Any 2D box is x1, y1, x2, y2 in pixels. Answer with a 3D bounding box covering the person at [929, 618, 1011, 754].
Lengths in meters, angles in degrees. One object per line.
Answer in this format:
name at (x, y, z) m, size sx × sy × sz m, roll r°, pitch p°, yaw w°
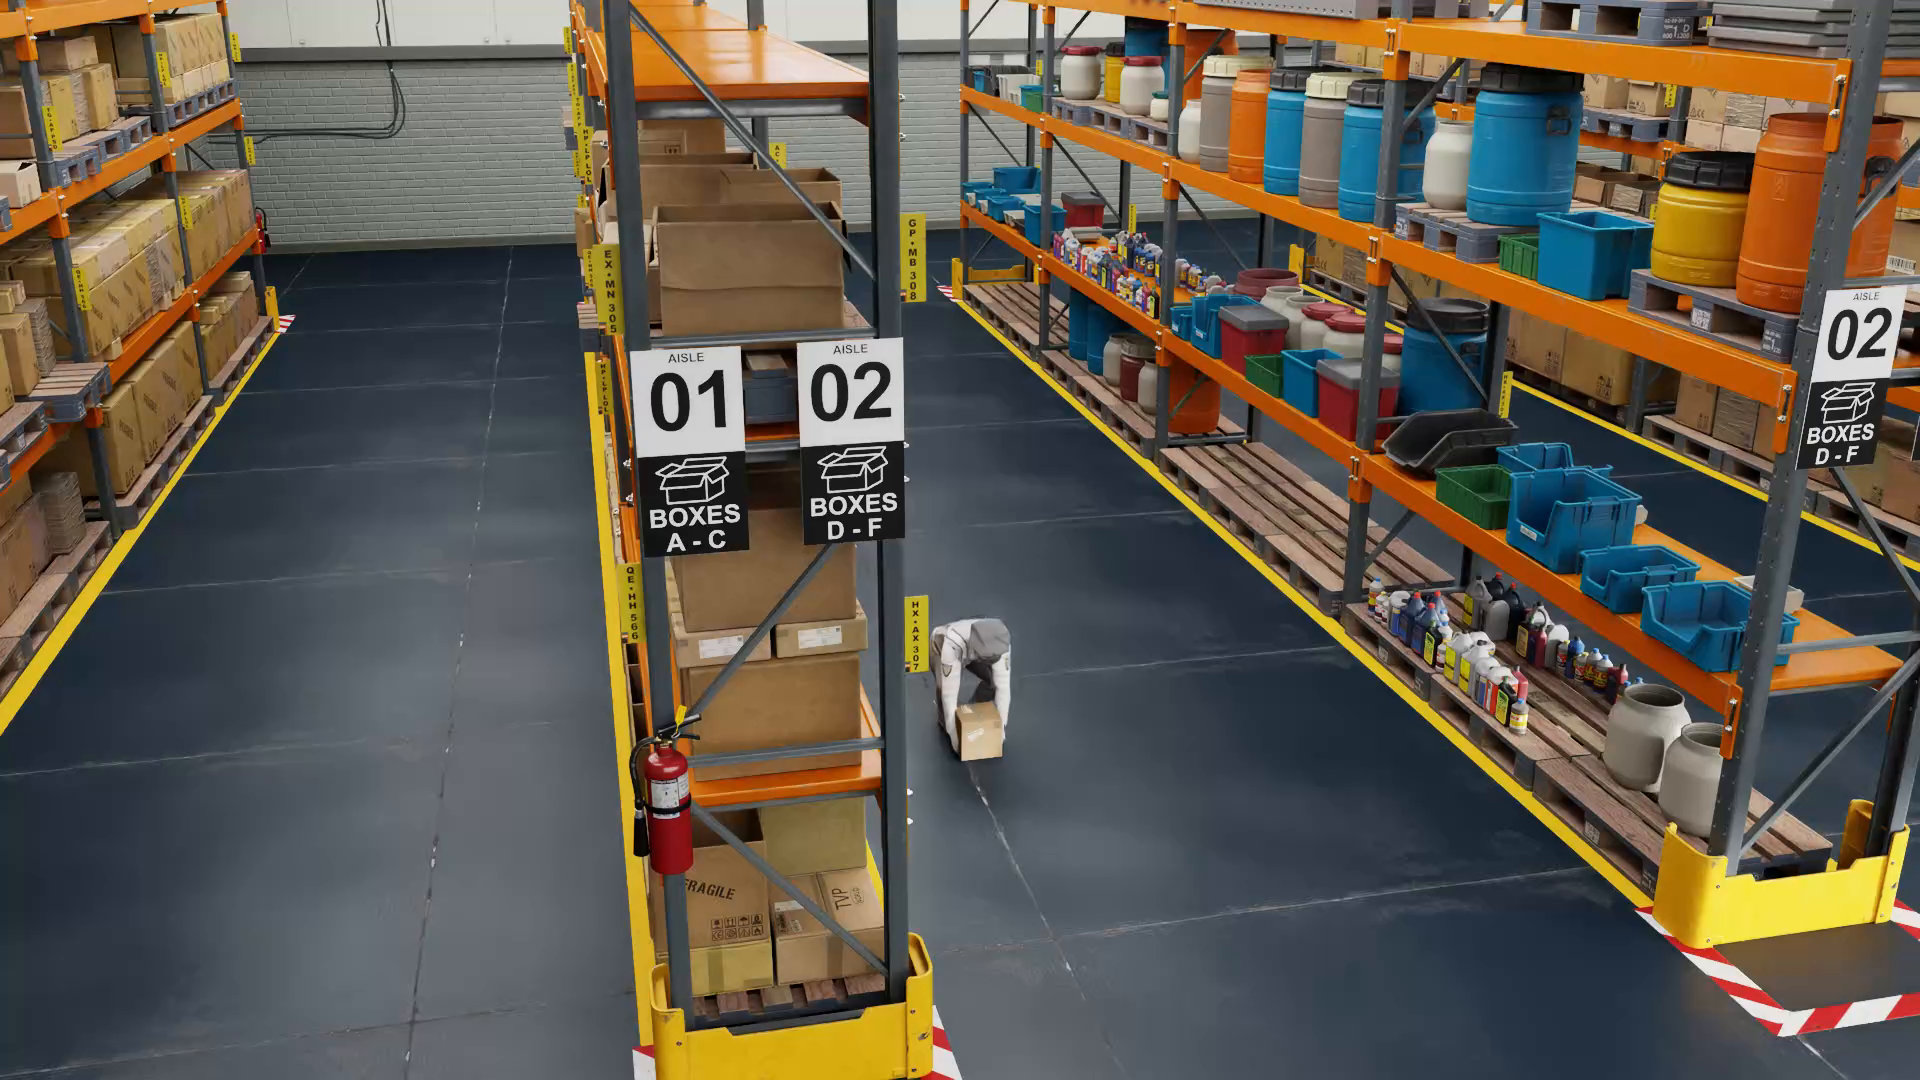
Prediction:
person at (0.062, 0.778, 10.174) m, size 0.461 × 0.847 × 0.864 m, roll -5°, pitch 20°, yaw -12°
